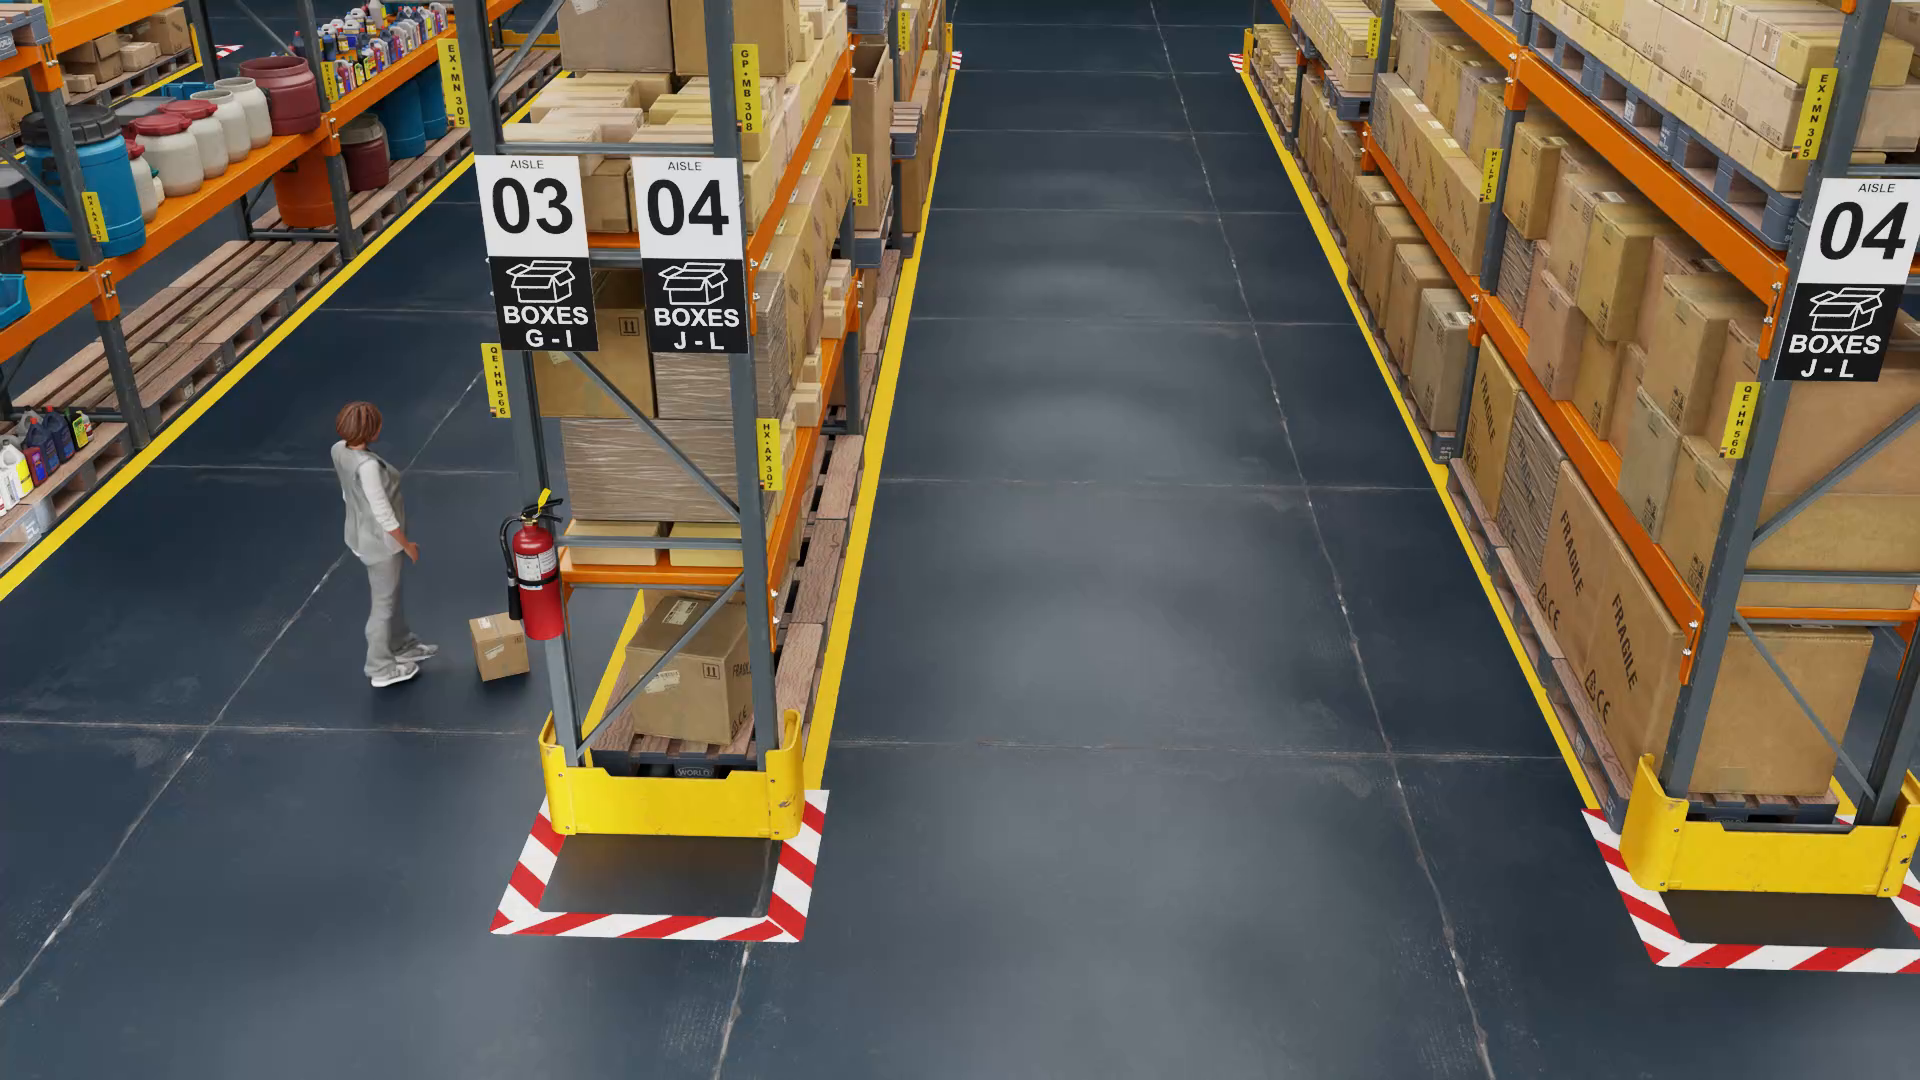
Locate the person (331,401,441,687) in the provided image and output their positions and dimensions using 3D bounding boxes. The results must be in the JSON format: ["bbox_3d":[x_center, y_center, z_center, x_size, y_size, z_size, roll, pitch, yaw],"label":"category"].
[{"bbox_3d":[-2.973,0.023,8.593,0.476,1.628,0.431,-21,35,-33],"label":"person"}]
